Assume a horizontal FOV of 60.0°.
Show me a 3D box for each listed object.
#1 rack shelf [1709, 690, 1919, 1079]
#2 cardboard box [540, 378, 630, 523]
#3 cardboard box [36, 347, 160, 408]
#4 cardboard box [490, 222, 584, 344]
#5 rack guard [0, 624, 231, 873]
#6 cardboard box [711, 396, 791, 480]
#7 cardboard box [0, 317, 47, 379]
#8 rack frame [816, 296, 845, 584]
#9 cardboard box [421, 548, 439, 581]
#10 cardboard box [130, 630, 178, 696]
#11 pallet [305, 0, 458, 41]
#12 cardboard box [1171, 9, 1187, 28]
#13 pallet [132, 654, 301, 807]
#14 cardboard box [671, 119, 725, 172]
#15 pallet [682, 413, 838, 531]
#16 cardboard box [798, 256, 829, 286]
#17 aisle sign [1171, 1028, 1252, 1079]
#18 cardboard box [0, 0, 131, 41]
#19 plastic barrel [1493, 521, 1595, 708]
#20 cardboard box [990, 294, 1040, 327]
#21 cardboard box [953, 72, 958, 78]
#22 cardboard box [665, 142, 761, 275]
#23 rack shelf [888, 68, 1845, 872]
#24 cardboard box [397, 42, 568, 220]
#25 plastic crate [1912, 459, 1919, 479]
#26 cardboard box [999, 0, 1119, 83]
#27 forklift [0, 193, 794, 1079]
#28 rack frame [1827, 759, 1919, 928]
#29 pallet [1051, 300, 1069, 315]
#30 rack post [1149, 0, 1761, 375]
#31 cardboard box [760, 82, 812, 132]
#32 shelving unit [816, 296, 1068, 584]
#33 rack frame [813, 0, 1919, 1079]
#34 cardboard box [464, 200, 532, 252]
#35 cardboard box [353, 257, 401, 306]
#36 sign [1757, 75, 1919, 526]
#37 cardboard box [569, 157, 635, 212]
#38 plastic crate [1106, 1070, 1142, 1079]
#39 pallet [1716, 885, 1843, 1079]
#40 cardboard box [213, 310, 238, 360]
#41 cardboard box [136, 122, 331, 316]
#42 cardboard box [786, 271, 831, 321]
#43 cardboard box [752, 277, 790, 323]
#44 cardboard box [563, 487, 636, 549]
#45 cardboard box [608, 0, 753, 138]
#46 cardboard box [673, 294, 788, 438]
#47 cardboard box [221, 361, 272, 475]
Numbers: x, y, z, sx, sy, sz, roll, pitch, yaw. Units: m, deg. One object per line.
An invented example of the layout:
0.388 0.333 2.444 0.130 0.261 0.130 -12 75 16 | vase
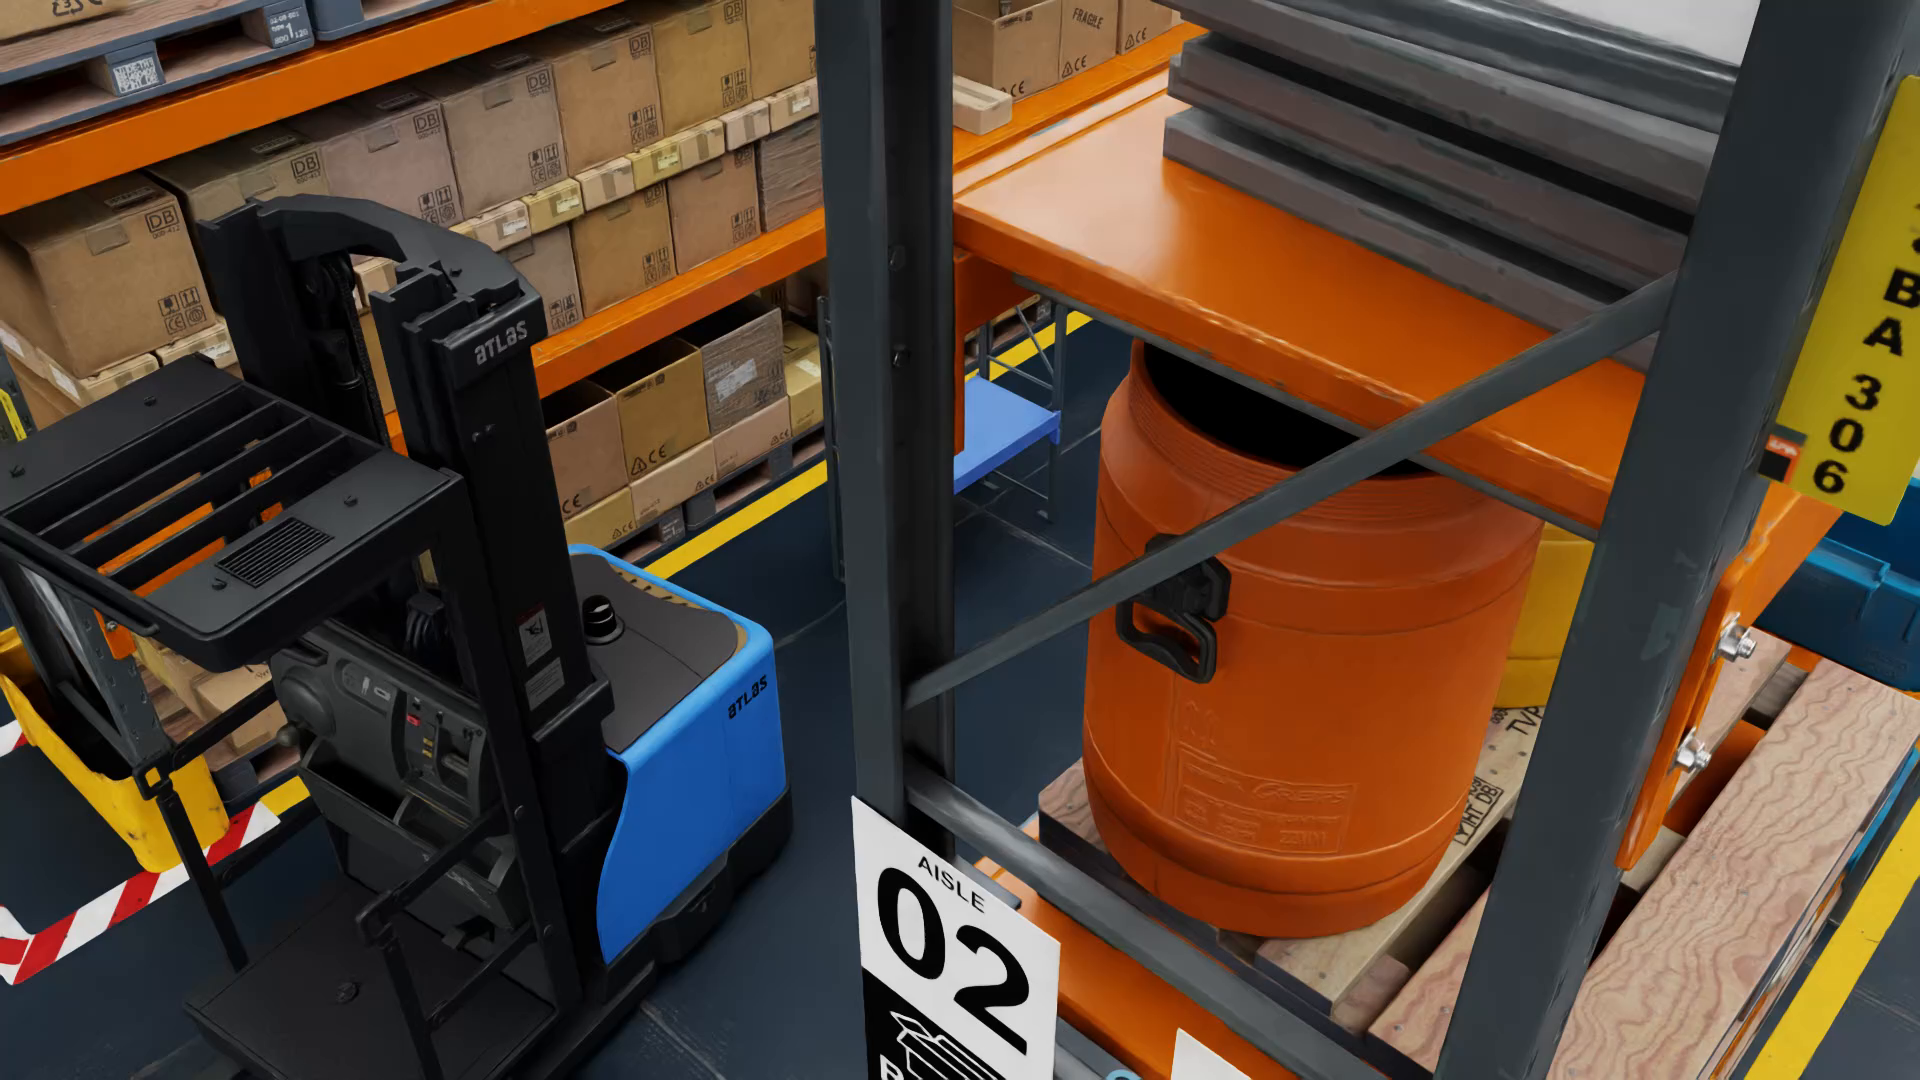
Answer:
1.605 1.238 4.645 1.077 0.370 4.000 30 47 32 | rack shelf
-1.858 -0.429 7.433 0.500 0.500 0.500 30 47 32 | cardboard box
-2.974 -0.590 5.763 0.380 0.149 0.250 29 47 32 | cardboard box
-2.031 -1.167 7.011 0.700 0.500 0.500 31 48 33 | cardboard box
-3.414 0.783 6.647 1.175 0.500 0.348 30 47 32 | rack guard
-1.195 -0.602 8.252 0.500 0.250 0.500 30 47 32 | cardboard box
-3.281 -0.755 5.972 0.380 0.149 0.250 29 47 31 | cardboard box
-0.400 -0.314 7.224 0.500 1.500 0.032 30 47 32 | rack frame
-2.536 0.028 6.857 0.500 0.500 0.500 30 47 32 | cardboard box
-3.254 0.335 7.074 0.500 0.250 0.500 30 47 32 | cardboard box
-2.079 -2.223 6.080 1.003 0.211 1.213 30 47 32 | pallet
1.180 -3.174 9.817 0.250 0.149 0.380 -30 48 -32 | cardboard box
-2.913 0.516 7.215 1.003 0.211 1.213 30 47 32 | pallet
-1.244 -1.767 7.244 0.380 0.149 0.250 30 47 32 | cardboard box
-1.267 -0.605 8.625 1.003 0.211 1.213 30 47 32 | pallet
-0.638 -1.658 9.130 0.500 0.311 0.500 30 47 32 | cardboard box
0.424 1.013 2.260 0.394 0.787 0.004 30 47 32 | aisle sign
-3.007 -1.903 5.073 0.637 0.503 0.797 -31 48 -33 | cardboard box
0.931 -0.114 2.868 0.600 0.588 0.600 0 38 0 | plastic barrel
0.101 -1.448 9.316 0.500 0.250 0.500 31 48 33 | cardboard box
-0.242 -2.473 8.841 0.396 0.266 0.258 28 47 31 | cardboard box
-1.345 -1.632 7.595 0.700 0.500 0.500 29 47 31 | cardboard box
1.605 -0.954 2.902 1.077 0.370 4.000 30 47 32 | rack shelf
-2.010 -1.693 6.630 0.700 0.500 0.500 30 47 32 | cardboard box
2.170 -0.126 3.584 0.243 0.136 0.396 30 47 32 | plastic crate
0.524 -2.902 9.192 0.500 0.500 0.500 30 47 32 | cardboard box
-1.885 0.612 4.909 1.130 2.935 3.031 23 44 26 | forklift
2.954 0.037 5.577 1.000 3.000 0.127 30 47 32 | rack frame
0.592 -1.871 10.217 1.003 0.211 1.213 30 47 32 | pallet
0.860 -0.571 1.924 0.954 0.300 0.937 -29 47 -31 | rack post
-0.893 -2.010 7.549 0.380 0.149 0.250 29 47 31 | cardboard box
-0.058 -0.548 7.517 0.538 1.500 1.048 30 47 32 | shelving unit
0.256 -0.473 1.398 1.000 3.000 0.127 30 47 32 | rack frame
-1.937 -1.295 6.651 0.380 0.149 0.250 30 47 32 | cardboard box
-2.279 -1.065 6.361 0.380 0.149 0.250 28 46 31 | cardboard box
0.659 -0.158 1.171 0.100 0.325 0.005 30 47 32 | sign
-1.582 -1.540 6.958 0.380 0.149 0.250 31 48 33 | cardboard box
0.373 1.578 3.759 0.499 0.251 0.616 30 47 32 | plastic crate
2.471 1.420 6.079 1.003 0.211 1.213 30 47 32 | pallet
-2.629 -0.826 6.061 0.380 0.149 0.250 30 47 32 | cardboard box
-2.687 -1.231 6.049 0.700 0.500 0.500 28 46 31 | cardboard box
-0.634 -1.445 9.312 0.500 0.250 0.500 29 47 31 | cardboard box
-1.243 -1.344 8.584 0.500 0.500 0.500 30 47 32 | cardboard box
-1.859 -0.136 7.667 0.500 0.250 0.500 30 47 32 | cardboard box
-1.334 -2.152 7.207 0.700 0.500 0.500 30 47 32 | cardboard box
-1.197 -0.896 8.020 0.500 0.500 0.500 30 47 32 | cardboard box
-2.723 -0.698 6.421 0.700 0.500 0.500 31 48 33 | cardboard box
